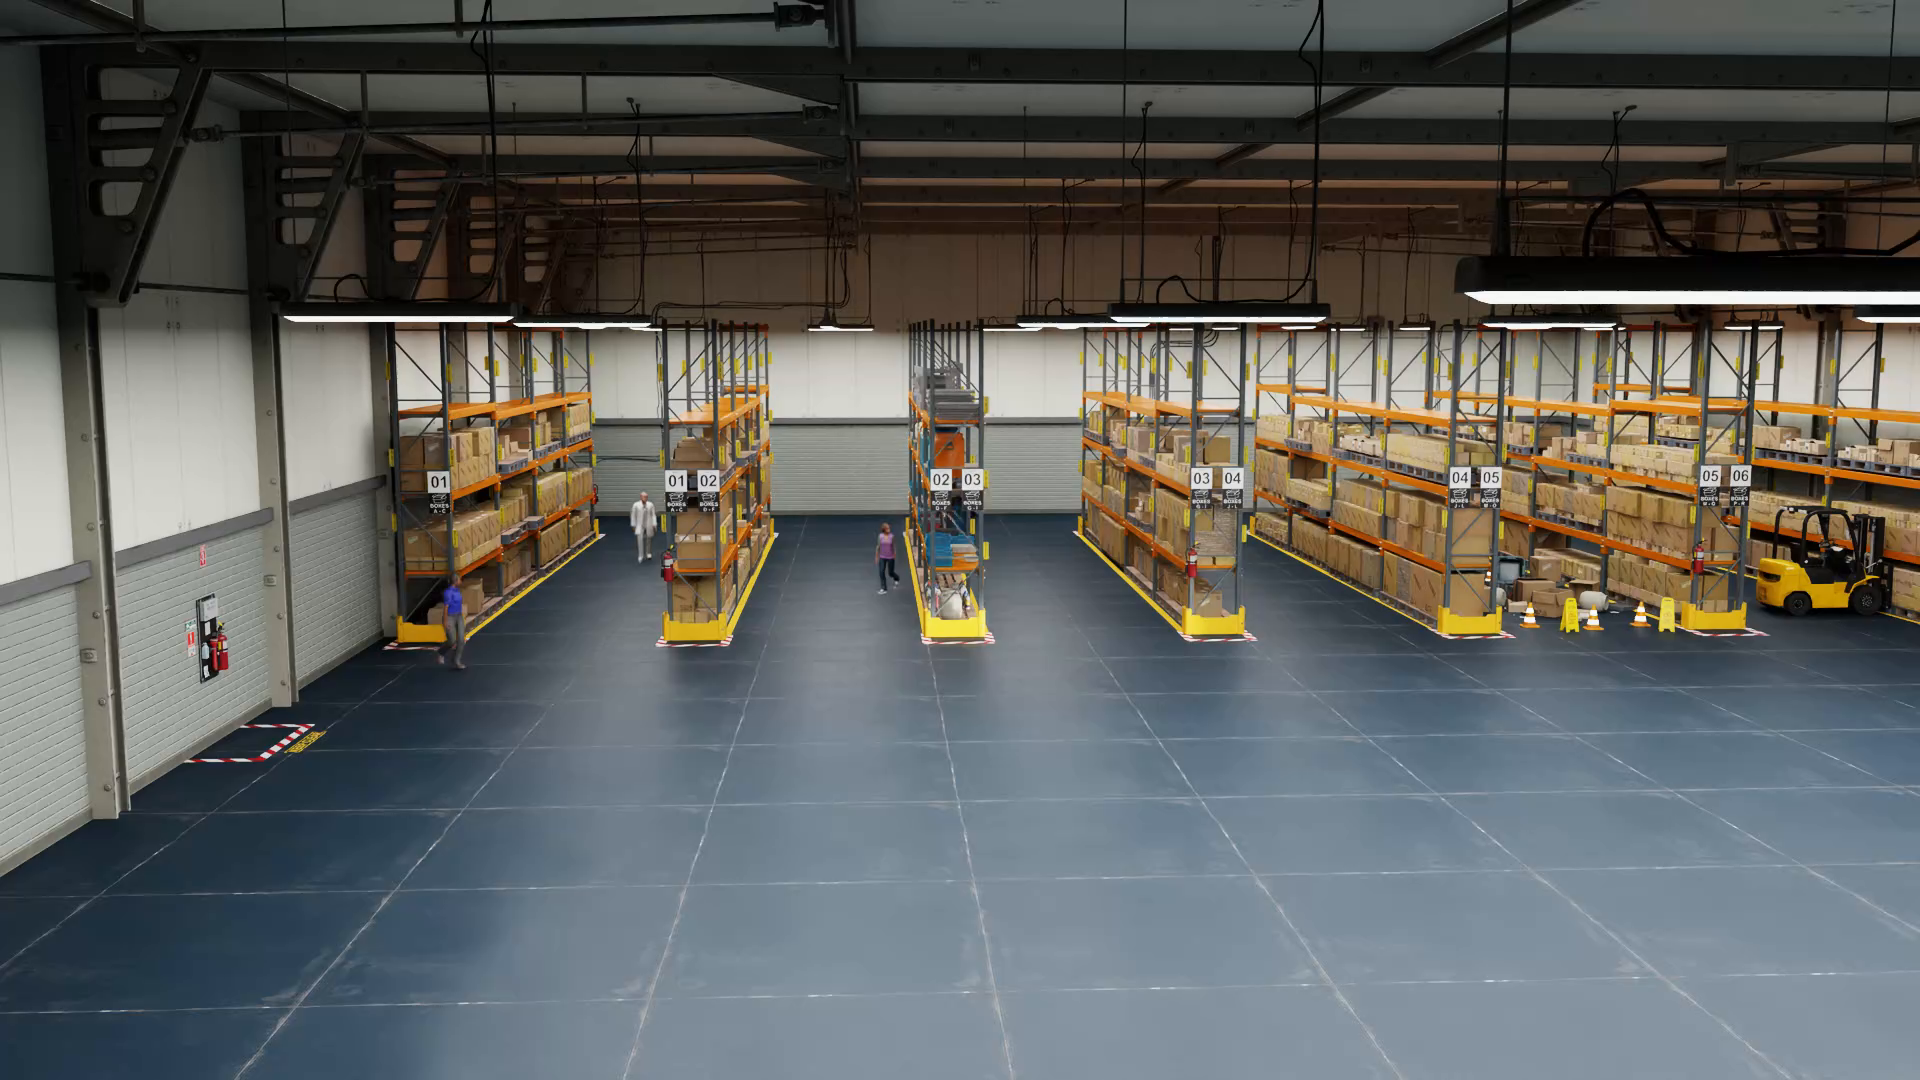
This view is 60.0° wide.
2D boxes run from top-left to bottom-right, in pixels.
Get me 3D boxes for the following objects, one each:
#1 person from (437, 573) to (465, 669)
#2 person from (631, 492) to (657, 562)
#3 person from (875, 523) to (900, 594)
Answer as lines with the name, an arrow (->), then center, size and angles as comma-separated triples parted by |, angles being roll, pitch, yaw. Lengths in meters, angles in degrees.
person -> -8.746, 1.382, 28.540 | 0.521, 1.642, 0.485 | 5, 8, 34
person -> -7.986, -0.344, 42.016 | 0.667, 1.724, 1.117 | -1, 7, -5
person -> -1.620, 0.392, 36.766 | 0.438, 1.569, 0.603 | 3, 8, 21
